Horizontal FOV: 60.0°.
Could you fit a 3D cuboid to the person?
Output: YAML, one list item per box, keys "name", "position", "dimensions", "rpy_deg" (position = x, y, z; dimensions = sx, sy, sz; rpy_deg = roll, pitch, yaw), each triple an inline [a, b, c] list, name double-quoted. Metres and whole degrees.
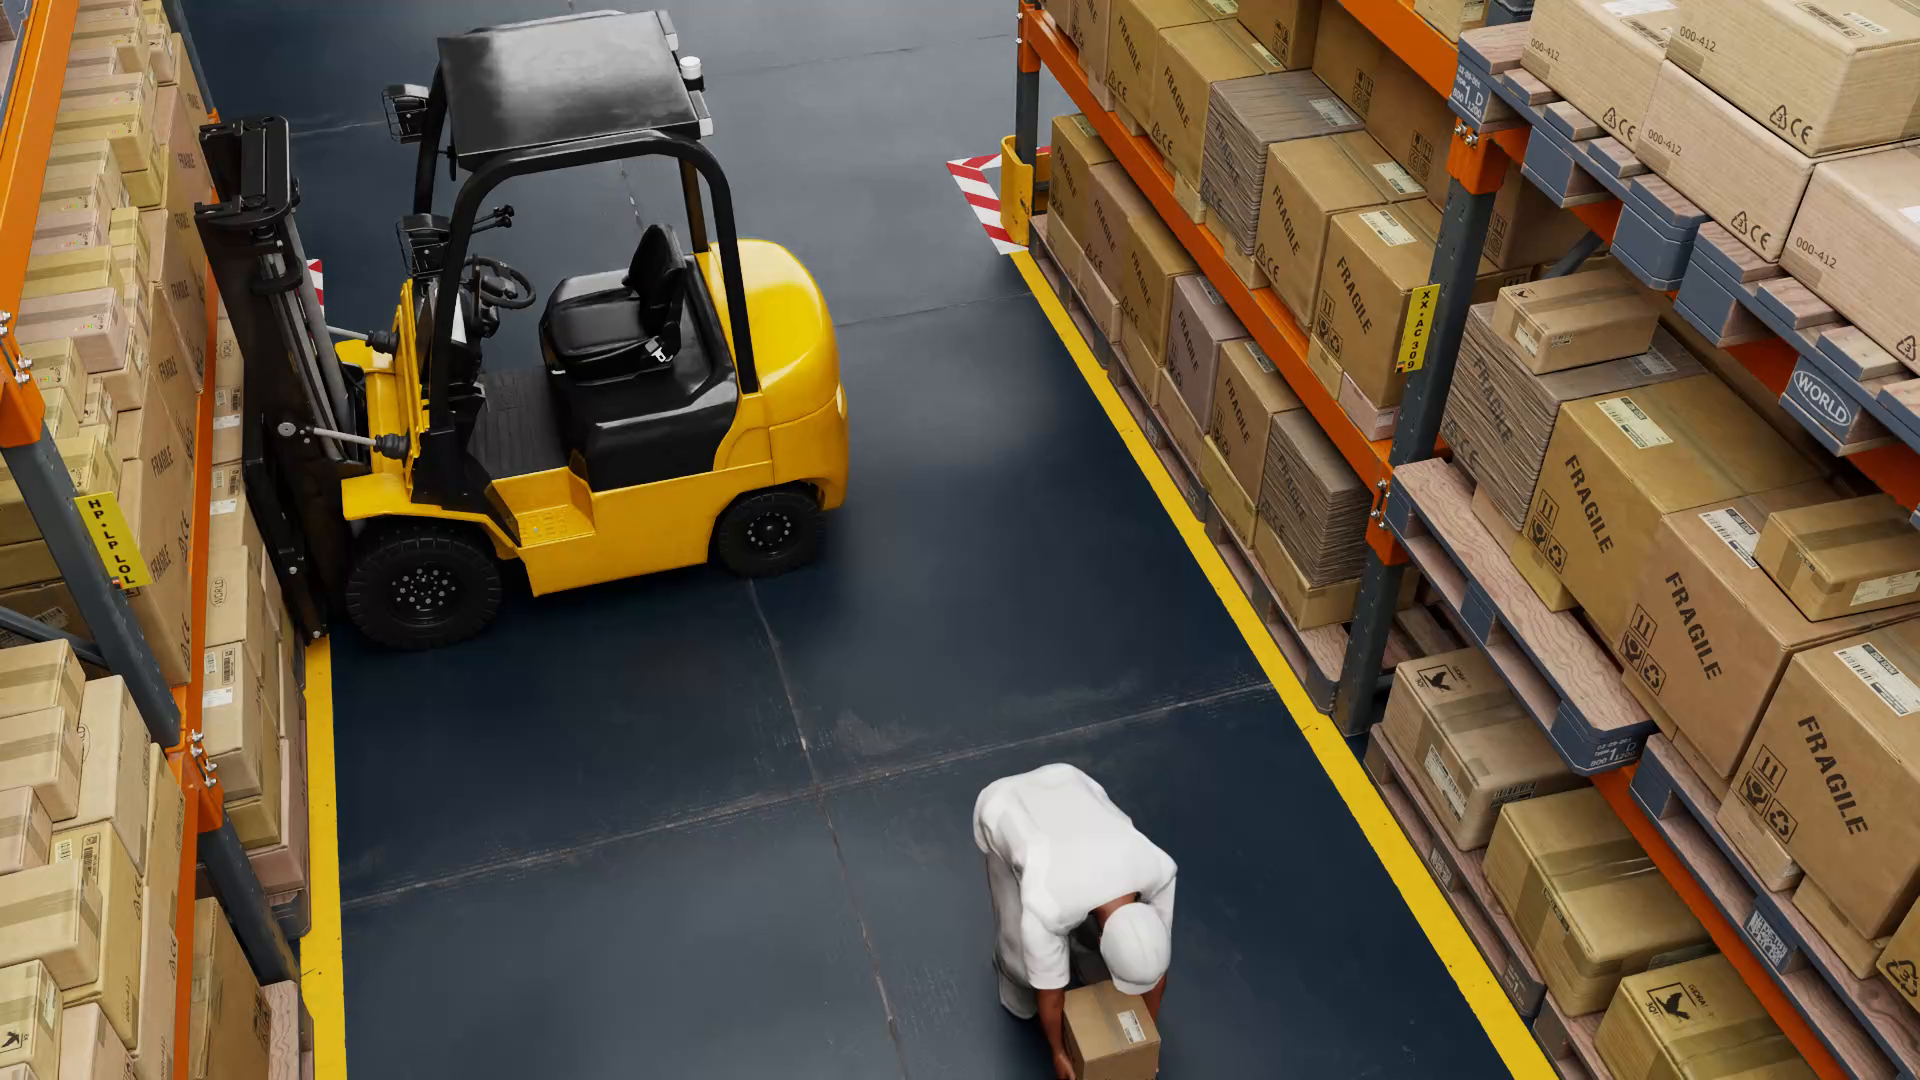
- name: "person"
  position: [0.388, 1.161, 5.275]
  dimensions: [0.506, 0.824, 0.956]
  rpy_deg: [-14, 44, -15]
